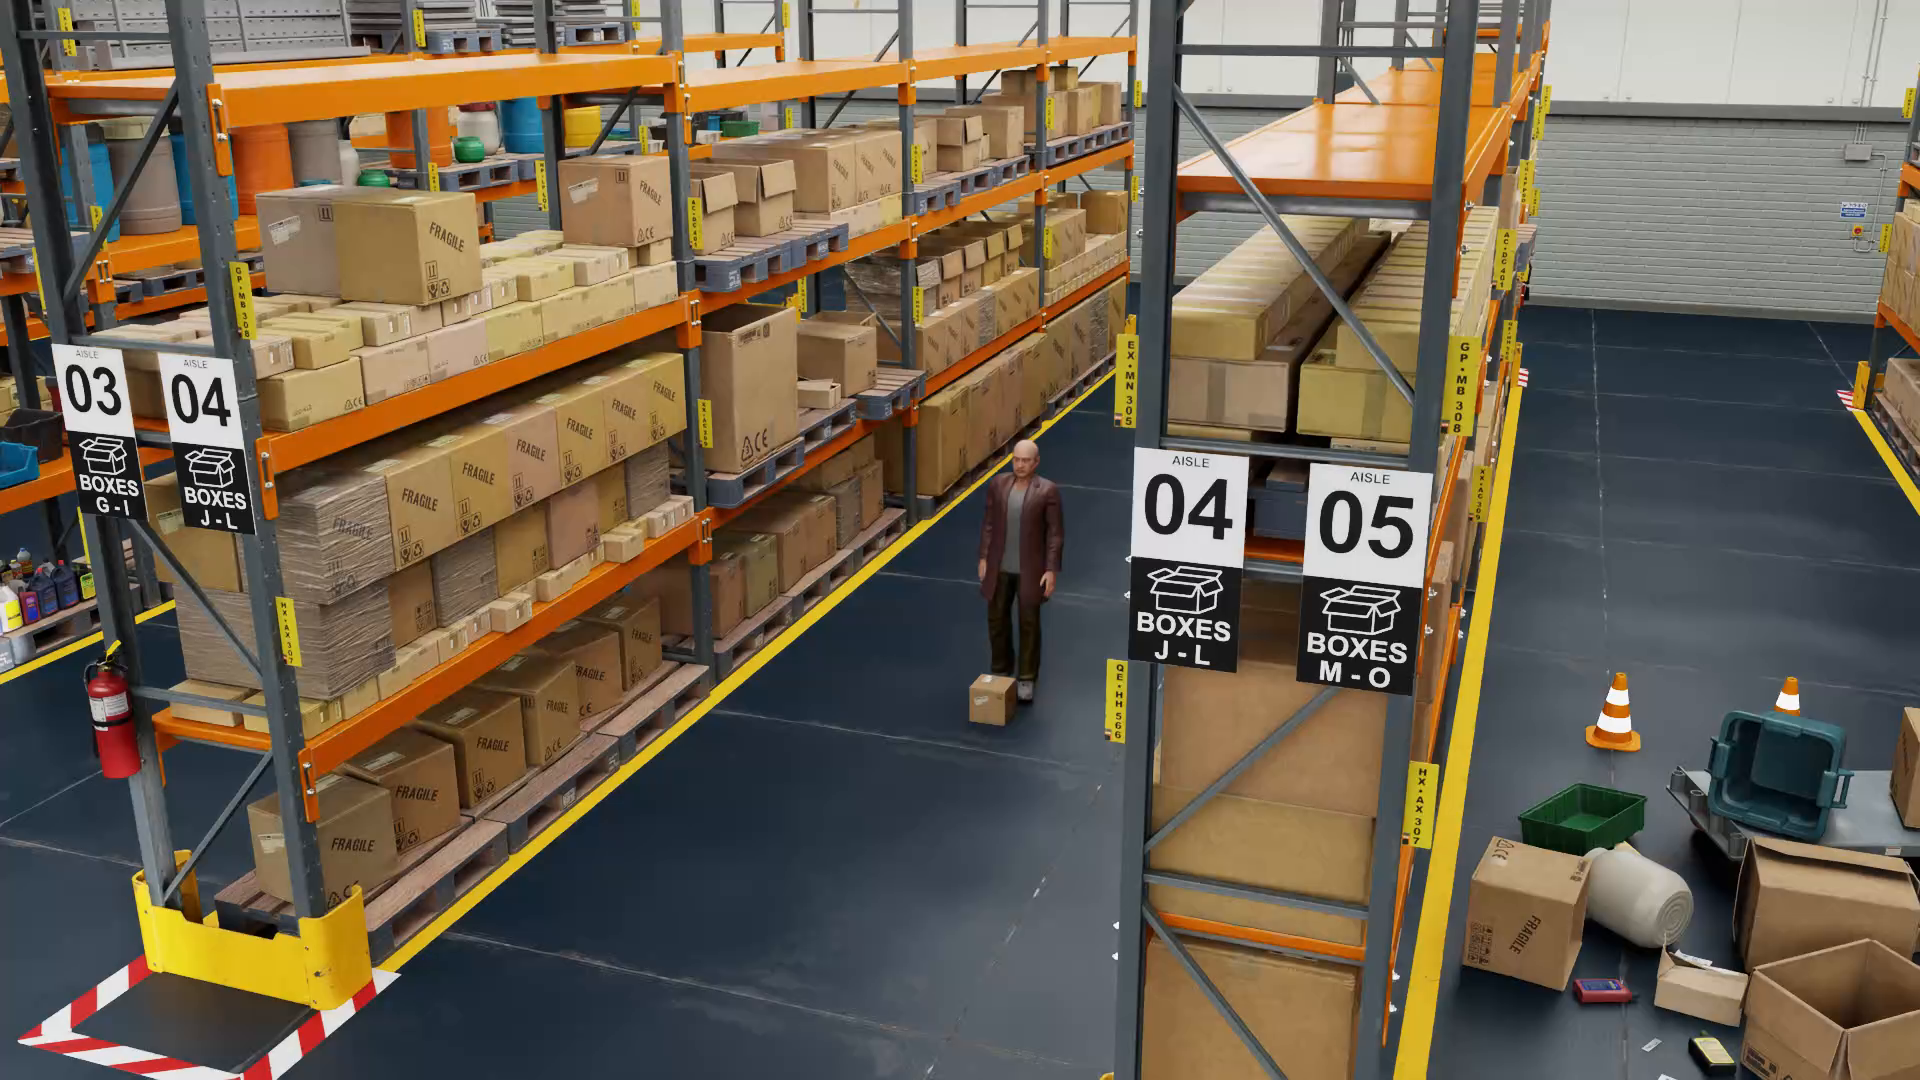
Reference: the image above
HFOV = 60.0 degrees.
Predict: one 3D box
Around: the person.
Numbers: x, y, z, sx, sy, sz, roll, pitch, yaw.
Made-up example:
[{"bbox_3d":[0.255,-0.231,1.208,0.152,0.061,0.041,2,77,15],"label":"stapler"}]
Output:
[{"bbox_3d":[0.388,0.231,11.422,0.623,1.848,0.446,7,19,19],"label":"person"}]
